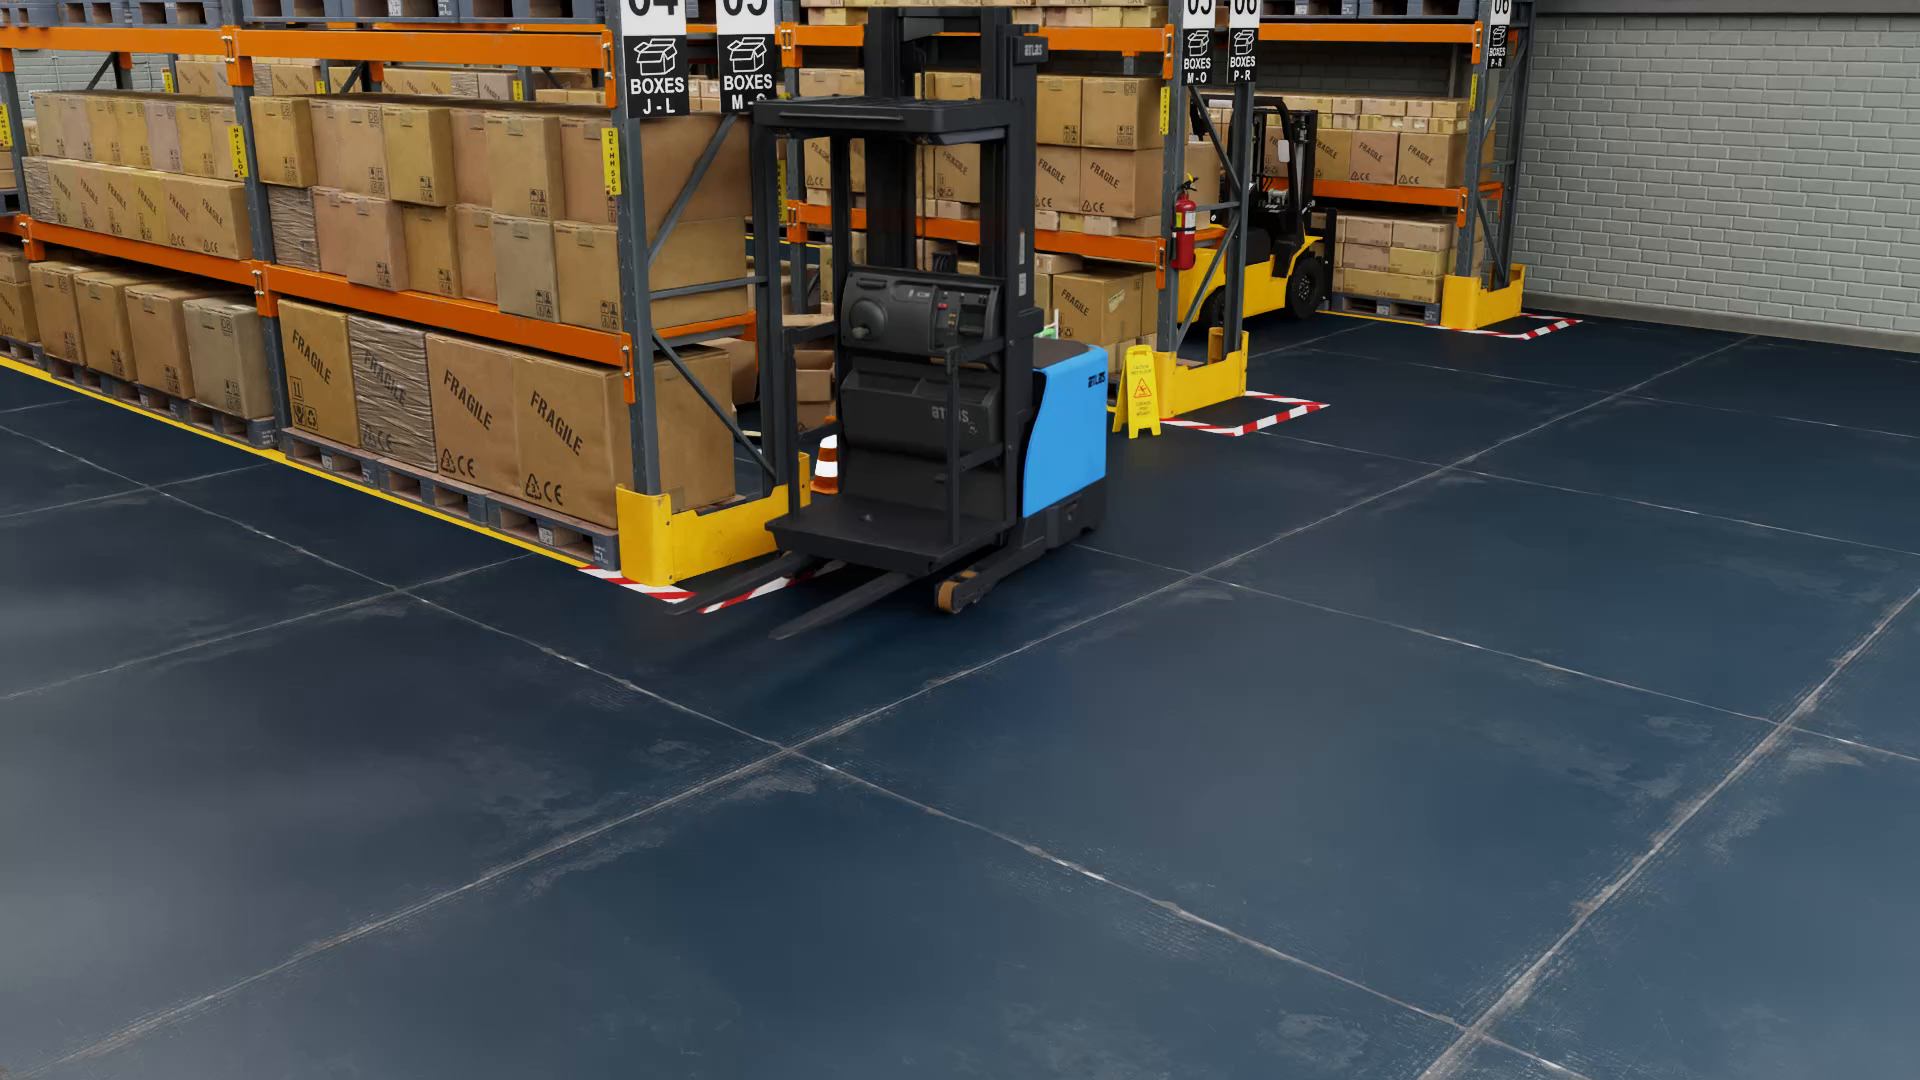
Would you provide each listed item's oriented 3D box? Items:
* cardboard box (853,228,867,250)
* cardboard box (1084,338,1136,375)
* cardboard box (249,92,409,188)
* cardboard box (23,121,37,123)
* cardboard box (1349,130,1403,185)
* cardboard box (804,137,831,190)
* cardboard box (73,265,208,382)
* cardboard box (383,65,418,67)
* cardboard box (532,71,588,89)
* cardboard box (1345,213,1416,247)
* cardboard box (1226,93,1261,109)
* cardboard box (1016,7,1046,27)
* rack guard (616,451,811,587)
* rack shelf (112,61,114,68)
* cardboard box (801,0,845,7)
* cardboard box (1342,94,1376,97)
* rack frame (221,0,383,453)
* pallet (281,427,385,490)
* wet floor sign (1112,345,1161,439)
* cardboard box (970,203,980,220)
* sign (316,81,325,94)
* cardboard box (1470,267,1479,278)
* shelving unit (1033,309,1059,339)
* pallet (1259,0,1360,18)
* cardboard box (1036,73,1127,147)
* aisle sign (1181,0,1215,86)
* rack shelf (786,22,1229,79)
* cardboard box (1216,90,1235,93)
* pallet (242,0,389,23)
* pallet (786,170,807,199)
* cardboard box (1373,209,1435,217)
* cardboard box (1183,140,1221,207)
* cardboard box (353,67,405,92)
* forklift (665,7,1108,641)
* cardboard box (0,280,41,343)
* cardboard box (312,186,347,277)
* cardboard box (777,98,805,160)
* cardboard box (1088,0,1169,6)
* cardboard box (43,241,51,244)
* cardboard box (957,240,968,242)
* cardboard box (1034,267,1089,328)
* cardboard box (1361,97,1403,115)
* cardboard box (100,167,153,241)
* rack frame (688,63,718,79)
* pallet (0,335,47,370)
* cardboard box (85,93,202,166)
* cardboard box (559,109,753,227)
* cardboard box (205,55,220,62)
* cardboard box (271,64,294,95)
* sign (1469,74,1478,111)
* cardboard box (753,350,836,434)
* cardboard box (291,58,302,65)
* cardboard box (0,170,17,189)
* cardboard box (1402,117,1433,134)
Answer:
[{"bbox_3d":[-0.831,-2.624,14.461,0.250,0.149,0.380,15,23,40],"label":"cardboard box"},{"bbox_3d":[1.044,-1.479,13.164,0.500,0.250,0.500,15,23,39],"label":"cardboard box"},{"bbox_3d":[-4.103,-2.650,10.971,0.550,0.550,0.875,15,23,39],"label":"cardboard box"},{"bbox_3d":[-8.550,-3.713,15.091,0.250,0.149,0.380,16,24,41],"label":"cardboard box"},{"bbox_3d":[4.213,-3.800,16.462,0.500,0.500,0.500,16,24,41],"label":"cardboard box"},{"bbox_3d":[-1.002,-3.324,14.471,0.500,0.500,0.500,15,23,39],"label":"cardboard box"},{"bbox_3d":[-6.297,-1.760,13.222,0.750,0.750,1.050,15,23,40],"label":"cardboard box"},{"bbox_3d":[-6.629,-5.384,19.799,0.500,0.500,0.500,16,24,41],"label":"cardboard box"},{"bbox_3d":[-4.345,-4.768,17.858,0.500,0.500,0.500,14,22,37],"label":"cardboard box"},{"bbox_3d":[4.200,-3.096,16.607,0.500,0.250,0.500,16,23,40],"label":"cardboard box"},{"bbox_3d":[2.976,-4.575,17.340,0.250,0.149,0.380,15,23,38],"label":"cardboard box"},{"bbox_3d":[0.646,-4.010,12.746,0.250,0.149,0.380,15,23,39],"label":"cardboard box"},{"bbox_3d":[-1.347,-0.147,9.247,0.348,0.500,1.175,15,23,39],"label":"rack guard"},{"bbox_3d":[-8.844,-4.438,14.866,4.000,0.370,1.077,15,23,39],"label":"rack shelf"},{"bbox_3d":[-0.999,-4.636,14.058,0.500,0.250,0.500,14,23,38],"label":"cardboard box"},{"bbox_3d":[4.128,-4.507,17.124,0.250,0.149,0.380,14,23,38],"label":"cardboard box"},{"bbox_3d":[-4.357,-2.146,11.415,0.127,3.000,1.000,15,23,39],"label":"rack frame"},{"bbox_3d":[-3.840,-0.647,11.300,1.213,0.211,1.003,15,23,39],"label":"pallet"},{"bbox_3d":[1.277,-1.081,11.950,0.267,0.644,0.232,-9,20,-27],"label":"wet floor sign"},{"bbox_3d":[0.293,-2.701,13.580,0.250,0.149,0.380,15,23,39],"label":"cardboard box"},{"bbox_3d":[-7.497,-5.217,19.530,0.005,0.325,0.100,15,23,39],"label":"sign"},{"bbox_3d":[4.900,-2.639,16.821,0.500,0.250,0.500,15,23,39],"label":"cardboard box"},{"bbox_3d":[0.317,-0.825,10.227,0.503,1.200,0.258,10,20,28],"label":"shelving unit"},{"bbox_3d":[3.709,-5.387,16.815,1.213,0.211,1.003,15,23,39],"label":"pallet"},{"bbox_3d":[0.945,-3.306,12.759,0.500,0.500,0.700,15,23,40],"label":"cardboard box"},{"bbox_3d":[1.699,-3.644,11.838,0.004,0.787,0.394,15,23,39],"label":"aisle sign"},{"bbox_3d":[0.349,-3.971,13.397,4.000,0.370,1.077,15,23,39],"label":"rack shelf"},{"bbox_3d":[2.952,-4.803,18.058,0.250,0.149,0.380,15,23,39],"label":"cardboard box"},{"bbox_3d":[-3.752,-3.367,10.450,1.213,0.211,1.003,15,23,39],"label":"pallet"},{"bbox_3d":[-1.622,-3.381,15.624,1.213,0.211,1.003,15,23,39],"label":"pallet"},{"bbox_3d":[4.527,-3.212,16.972,0.500,0.250,0.500,15,23,39],"label":"cardboard box"},{"bbox_3d":[1.675,-2.830,12.914,0.500,0.500,0.500,15,23,38],"label":"cardboard box"},{"bbox_3d":[-6.593,-5.167,19.117,0.500,0.500,0.500,15,23,39],"label":"cardboard box"},{"bbox_3d":[-0.322,-1.182,8.491,1.130,2.935,3.031,10,20,29],"label":"forklift"},{"bbox_3d":[-8.014,-2.031,14.490,0.500,0.500,0.500,15,23,39],"label":"cardboard box"},{"bbox_3d":[-3.646,-2.041,10.835,0.550,0.550,0.875,15,23,39],"label":"cardboard box"},{"bbox_3d":[-1.644,-3.717,15.013,0.500,0.500,0.500,15,23,38],"label":"cardboard box"},{"bbox_3d":[1.284,-4.025,12.133,0.500,0.250,0.500,15,23,39],"label":"cardboard box"},{"bbox_3d":[-8.083,-2.610,15.076,0.500,0.250,0.500,15,23,39],"label":"cardboard box"},{"bbox_3d":[0.105,-4.024,20.563,0.625,0.625,0.875,16,24,41],"label":"cardboard box"},{"bbox_3d":[0.680,-1.936,13.365,0.500,0.500,0.500,16,24,41],"label":"cardboard box"},{"bbox_3d":[4.174,-4.285,16.427,0.250,0.149,0.380,15,23,40],"label":"cardboard box"},{"bbox_3d":[-6.062,-2.542,12.498,0.500,0.500,0.500,15,23,39],"label":"cardboard box"},{"bbox_3d":[-3.838,-6.016,23.610,0.127,3.000,1.000,15,23,39],"label":"rack frame"},{"bbox_3d":[-7.932,-1.777,14.863,1.213,0.211,1.003,15,23,39],"label":"pallet"},{"bbox_3d":[-6.255,-3.177,12.846,0.500,0.500,0.700,15,23,38],"label":"cardboard box"},{"bbox_3d":[-1.617,-2.012,8.961,0.550,0.550,0.875,15,23,39],"label":"cardboard box"},{"bbox_3d":[-9.470,-6.232,21.398,0.250,0.149,0.380,14,22,38],"label":"cardboard box"},{"bbox_3d":[-8.040,-5.553,20.331,0.500,0.500,0.500,15,23,38],"label":"cardboard box"},{"bbox_3d":[4.767,-4.152,15.429,0.005,0.325,0.100,15,23,39],"label":"sign"},{"bbox_3d":[-1.149,-1.073,12.161,0.637,0.503,0.797,0,18,2],"label":"cardboard box"},{"bbox_3d":[-7.877,-5.846,20.181,0.250,0.149,0.380,15,23,39],"label":"cardboard box"},{"bbox_3d":[-8.022,-3.025,13.904,0.250,0.149,0.380,16,23,40],"label":"cardboard box"},{"bbox_3d":[4.481,-4.015,16.065,0.250,0.149,0.380,16,23,40],"label":"cardboard box"}]
